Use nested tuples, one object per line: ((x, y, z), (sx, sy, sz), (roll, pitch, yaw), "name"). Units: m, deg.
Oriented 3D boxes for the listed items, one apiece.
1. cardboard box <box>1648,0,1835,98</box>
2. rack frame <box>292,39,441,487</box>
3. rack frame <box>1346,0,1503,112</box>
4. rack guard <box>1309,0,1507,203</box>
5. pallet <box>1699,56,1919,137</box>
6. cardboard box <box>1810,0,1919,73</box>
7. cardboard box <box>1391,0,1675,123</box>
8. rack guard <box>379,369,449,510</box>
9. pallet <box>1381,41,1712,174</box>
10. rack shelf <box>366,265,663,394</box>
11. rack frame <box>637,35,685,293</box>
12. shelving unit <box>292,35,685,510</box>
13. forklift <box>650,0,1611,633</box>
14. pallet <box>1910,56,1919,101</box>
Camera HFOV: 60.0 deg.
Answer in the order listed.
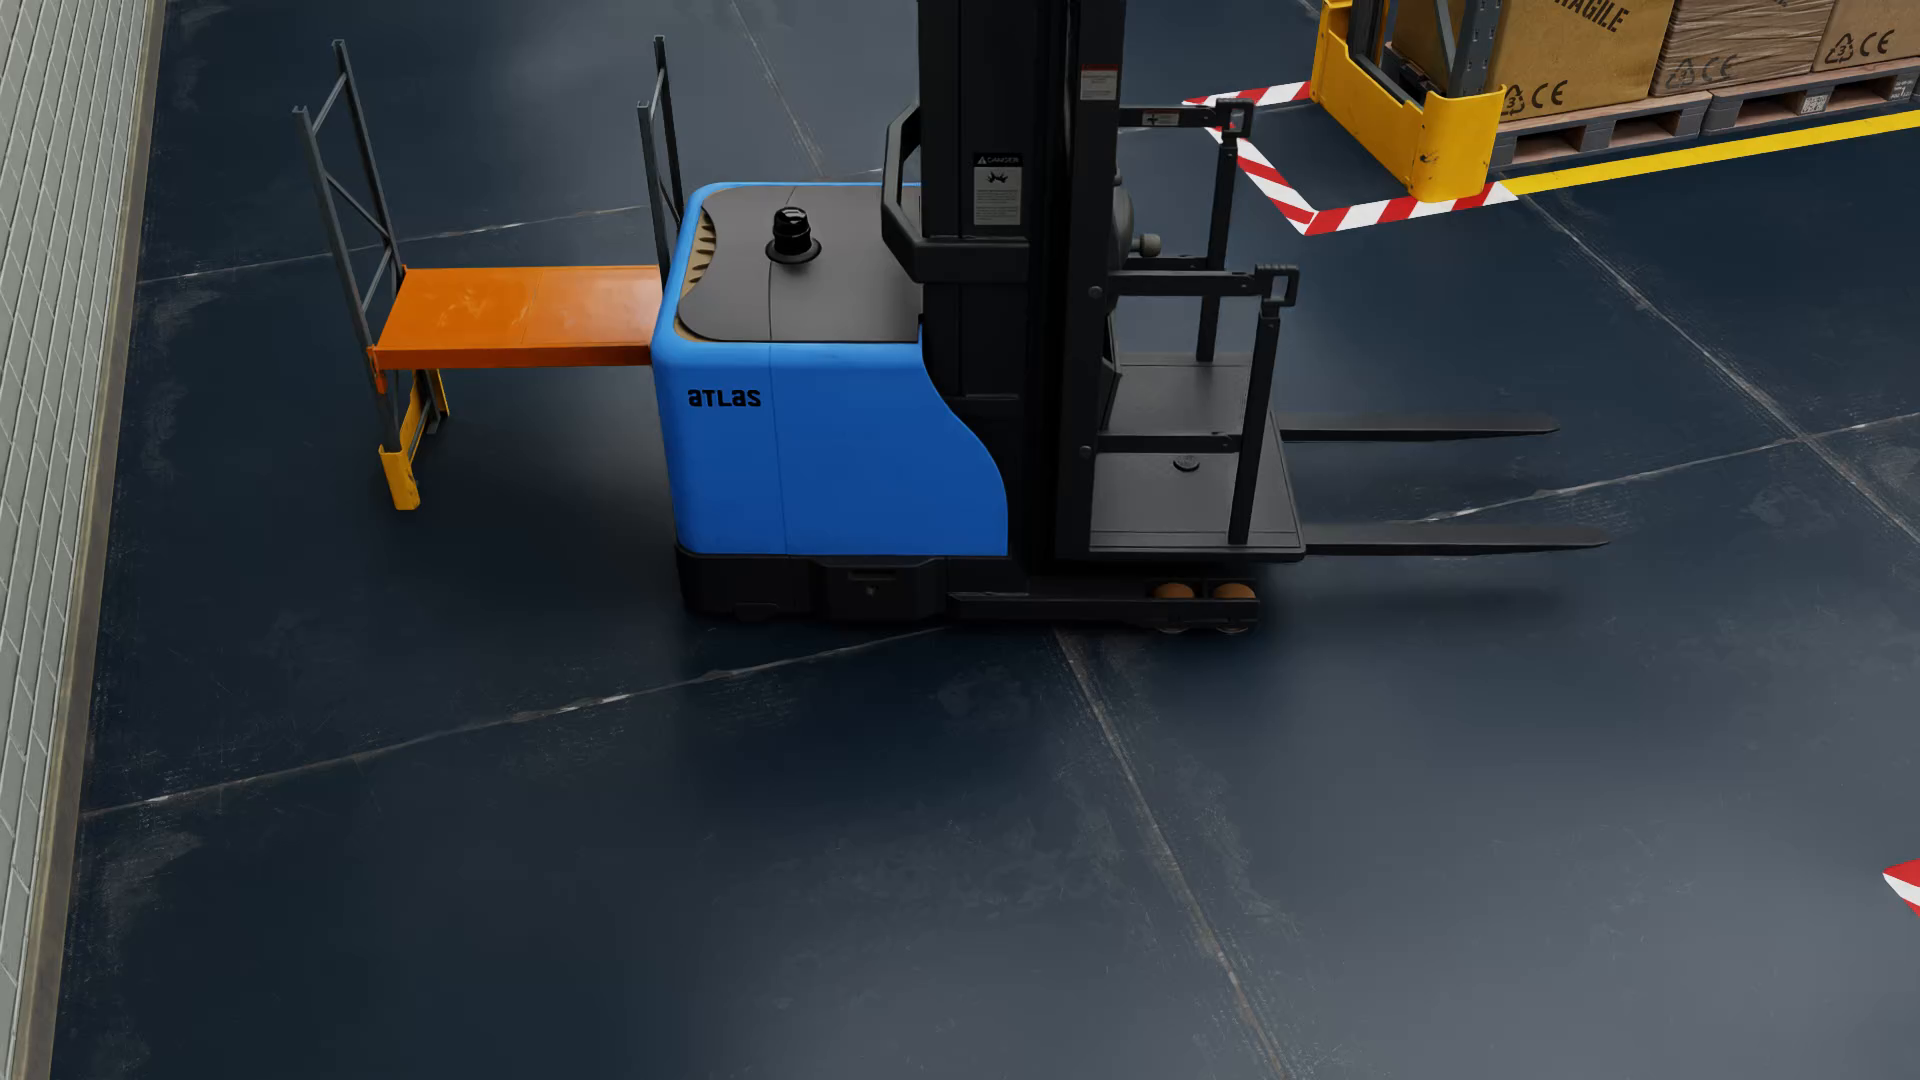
((3.538, -2.755, 7.920), (0.875, 0.875, 0.875), (-12, 42, -13), "cardboard box")
((-1.969, -0.864, 5.599), (0.032, 1.500, 0.500), (-1, 41, -1), "rack frame")
((2.084, -3.041, 6.951), (0.127, 3.000, 1.000), (-12, 42, -13), "rack frame")
((2.061, -2.095, 7.768), (0.348, 0.500, 1.175), (-12, 42, -13), "rack guard")
((3.985, -2.437, 8.378), (1.213, 0.211, 1.003), (-12, 42, -13), "pallet")
((4.387, -2.931, 8.121), (0.875, 0.875, 0.875), (-12, 42, -13), "cardboard box")
((2.670, -2.576, 7.714), (0.875, 0.875, 0.875), (-12, 42, -13), "cardboard box")
((-1.967, -0.394, 6.011), (0.087, 0.250, 0.587), (-1, 41, -1), "rack guard")
((2.823, -2.198, 8.105), (1.213, 0.211, 1.003), (-12, 42, -13), "pallet")
((-1.460, -0.739, 5.729), (1.000, 0.185, 0.538), (-1, 41, -1), "rack shelf")
((-0.952, -0.885, 5.623), (0.032, 1.500, 0.500), (-1, 41, -1), "rack frame")
((-1.470, -0.874, 5.611), (1.083, 1.500, 0.587), (-1, 41, -1), "shelving unit")
((0.605, -1.154, 4.843), (3.031, 2.935, 1.130), (0, 41, 0), "forklift")
((5.150, -2.680, 8.657), (1.213, 0.211, 1.003), (-12, 42, -13), "pallet")
